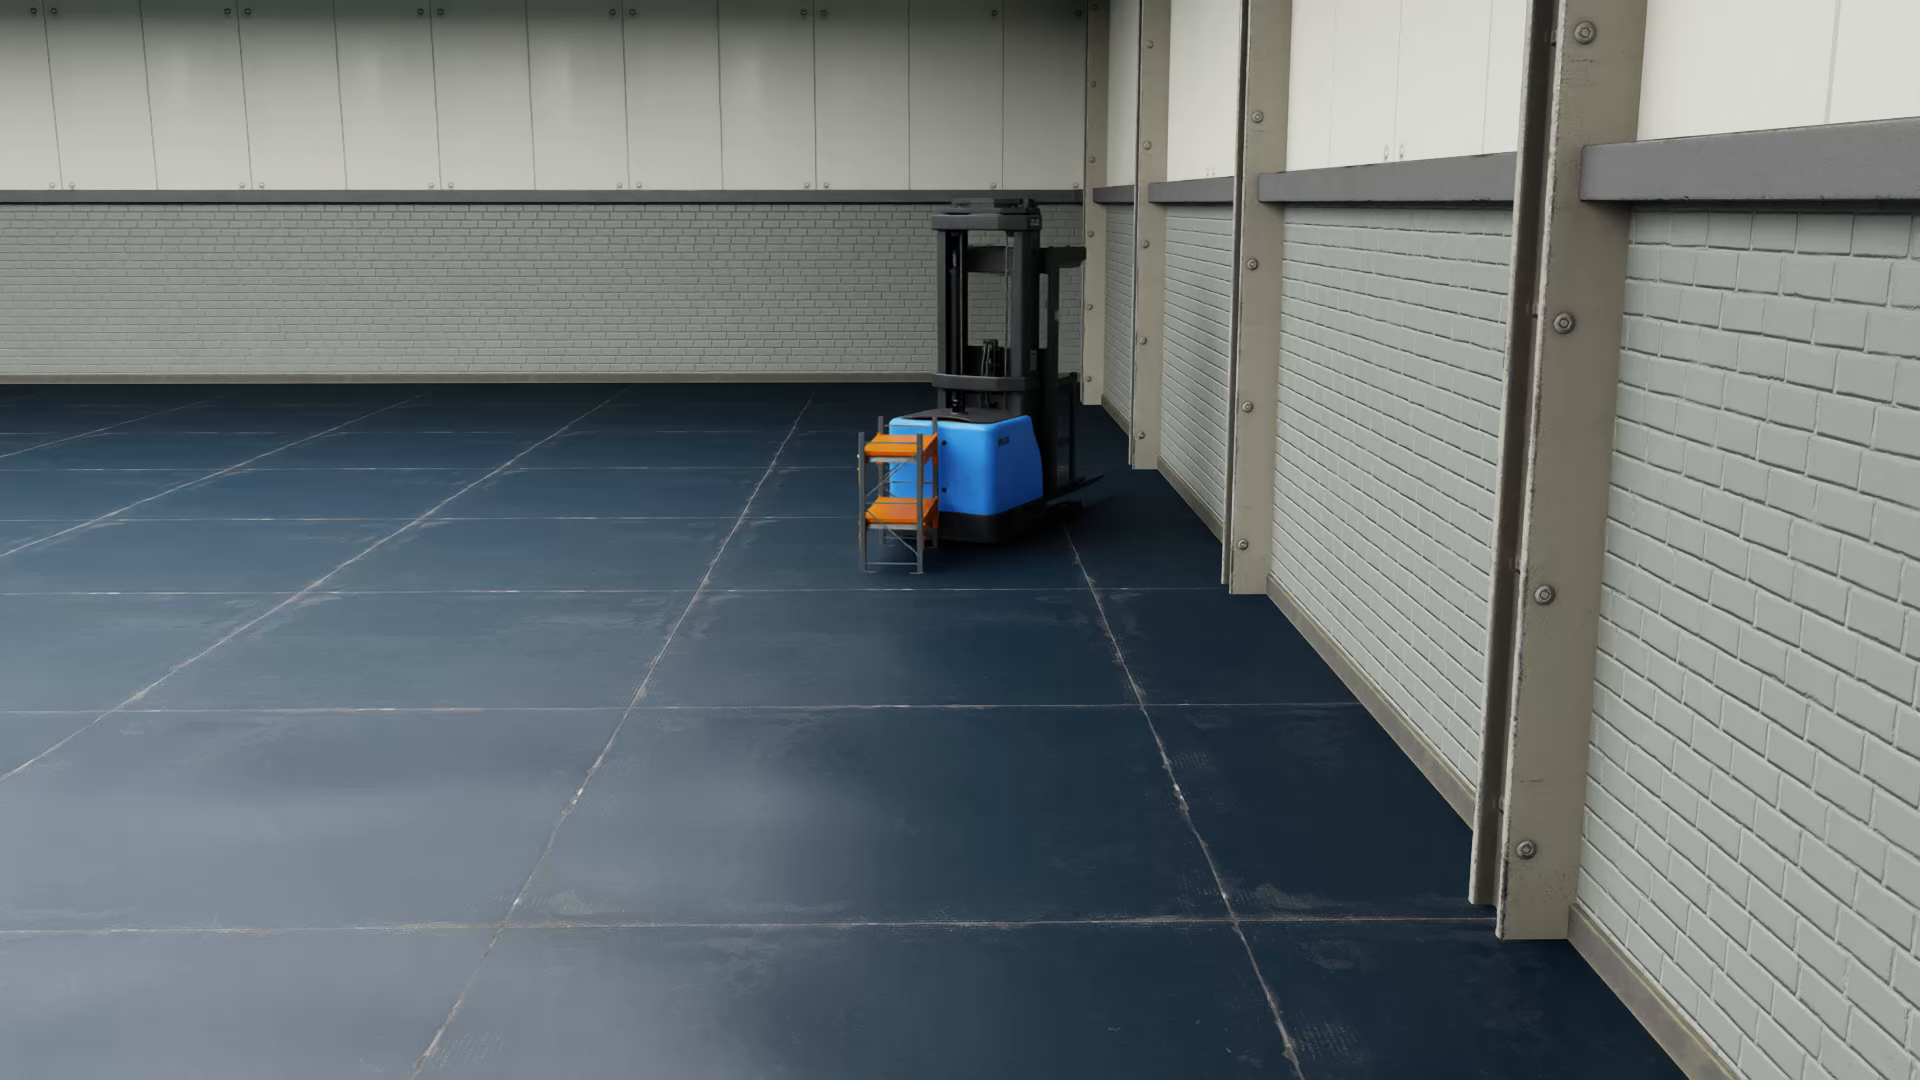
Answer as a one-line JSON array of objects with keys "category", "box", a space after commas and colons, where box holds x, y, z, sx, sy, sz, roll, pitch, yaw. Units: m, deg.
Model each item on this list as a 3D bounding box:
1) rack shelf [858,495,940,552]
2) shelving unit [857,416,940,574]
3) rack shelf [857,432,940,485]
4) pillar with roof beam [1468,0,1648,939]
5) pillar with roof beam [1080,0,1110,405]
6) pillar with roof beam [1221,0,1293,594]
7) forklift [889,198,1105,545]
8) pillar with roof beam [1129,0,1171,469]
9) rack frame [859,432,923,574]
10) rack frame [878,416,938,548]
[{"category": "rack shelf", "box": [-0.491, -0.147, 13.686, 0.538, 0.278, 1.000, 1, 12, 6]}, {"category": "shelving unit", "box": [-0.491, -0.387, 13.637, 0.538, 1.125, 1.048, 1, 12, 6]}, {"category": "rack shelf", "box": [-0.491, -0.674, 13.579, 0.538, 0.278, 1.000, 1, 12, 6]}, {"category": "pillar with roof beam", "box": [-1.990, -2.831, 5.883, 9.100, 9.000, 0.400, 0, 11, -1]}, {"category": "pillar with roof beam", "box": [-2.362, -6.410, 23.520, 9.100, 9.000, 0.400, 0, 11, -1]}, {"category": "pillar with roof beam", "box": [-2.114, -4.024, 11.762, 9.100, 9.000, 0.400, 0, 11, -1]}, {"category": "forklift", "box": [0.485, -1.645, 15.296, 1.130, 2.935, 3.031, 6, 13, 26]}, {"category": "pillar with roof beam", "box": [-2.238, -5.217, 17.641, 9.100, 9.000, 0.400, 0, 11, -1]}, {"category": "rack frame", "box": [-0.543, -0.286, 13.141, 0.500, 1.125, 0.032, 1, 12, 6]}, {"category": "rack frame", "box": [-0.439, -0.487, 14.133, 0.500, 1.125, 0.032, 1, 12, 6]}]
